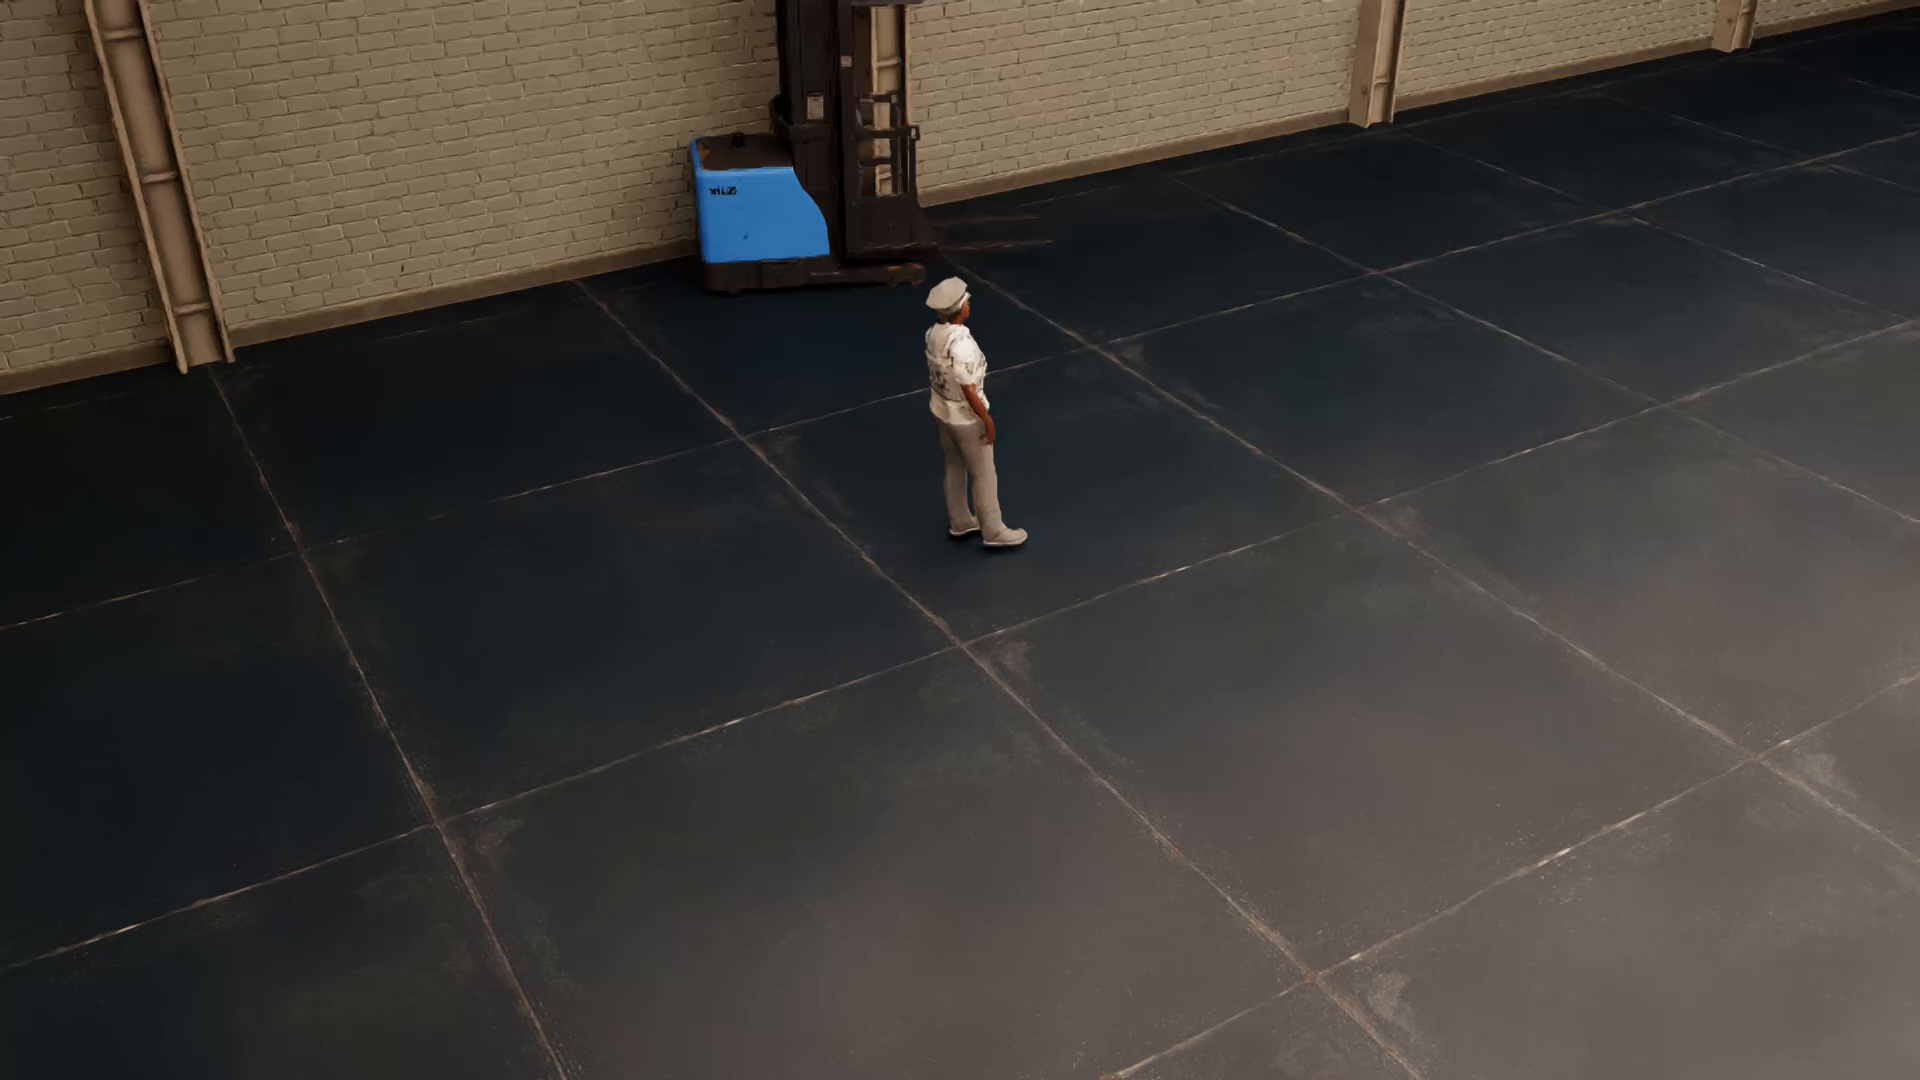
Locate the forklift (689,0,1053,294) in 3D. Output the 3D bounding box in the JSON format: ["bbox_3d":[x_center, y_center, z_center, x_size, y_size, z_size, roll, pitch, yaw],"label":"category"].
[{"bbox_3d":[-0.744,-3.673,13.782,3.031,2.935,1.130,-6,31,-9],"label":"forklift"}]

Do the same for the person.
[{"bbox_3d":[0.074,-0.779,10.059,0.529,1.695,0.570,-17,35,-26],"label":"person"}]
